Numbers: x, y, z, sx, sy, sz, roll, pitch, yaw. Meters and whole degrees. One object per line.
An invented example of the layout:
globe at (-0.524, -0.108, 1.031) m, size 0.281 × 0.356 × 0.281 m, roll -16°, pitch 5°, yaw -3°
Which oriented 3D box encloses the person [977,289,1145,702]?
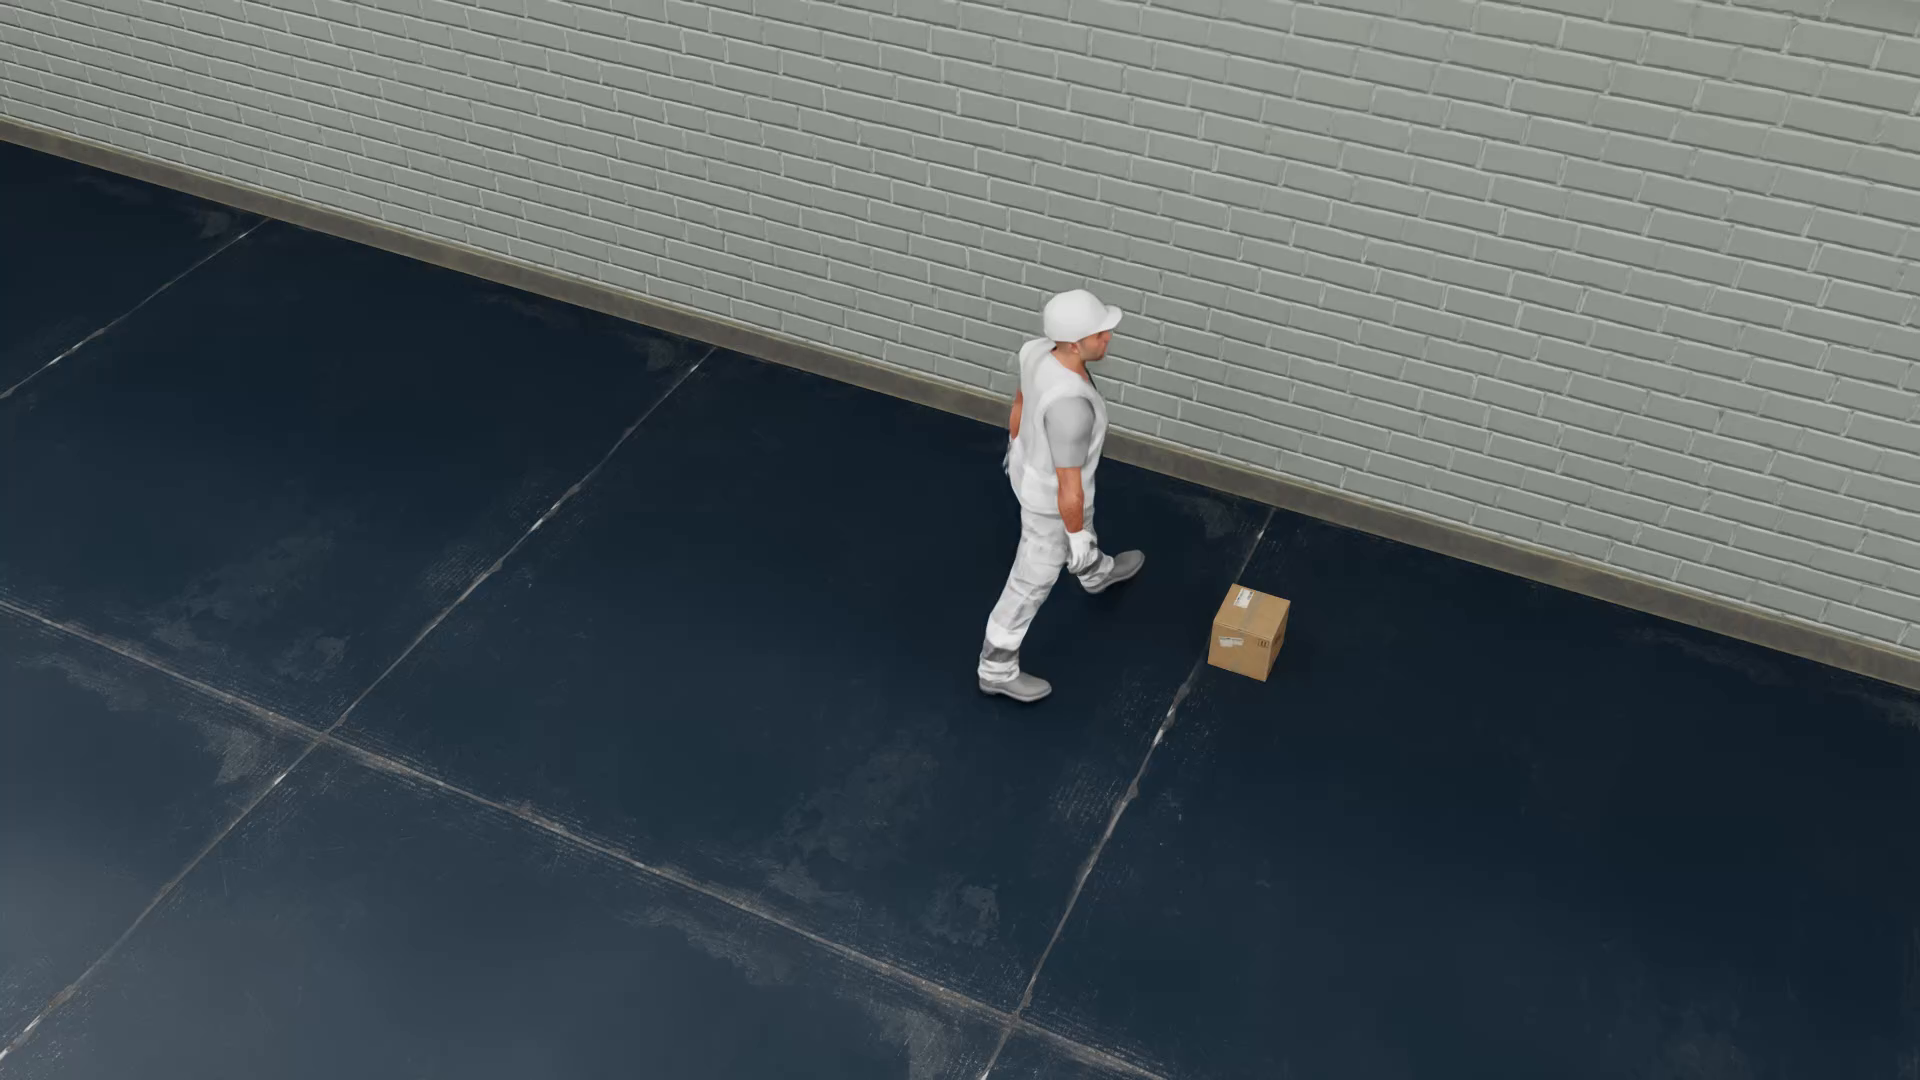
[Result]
person at (0.446, -0.238, 6.403) m, size 0.829 × 1.755 × 0.762 m, roll -6°, pitch 42°, yaw -7°
